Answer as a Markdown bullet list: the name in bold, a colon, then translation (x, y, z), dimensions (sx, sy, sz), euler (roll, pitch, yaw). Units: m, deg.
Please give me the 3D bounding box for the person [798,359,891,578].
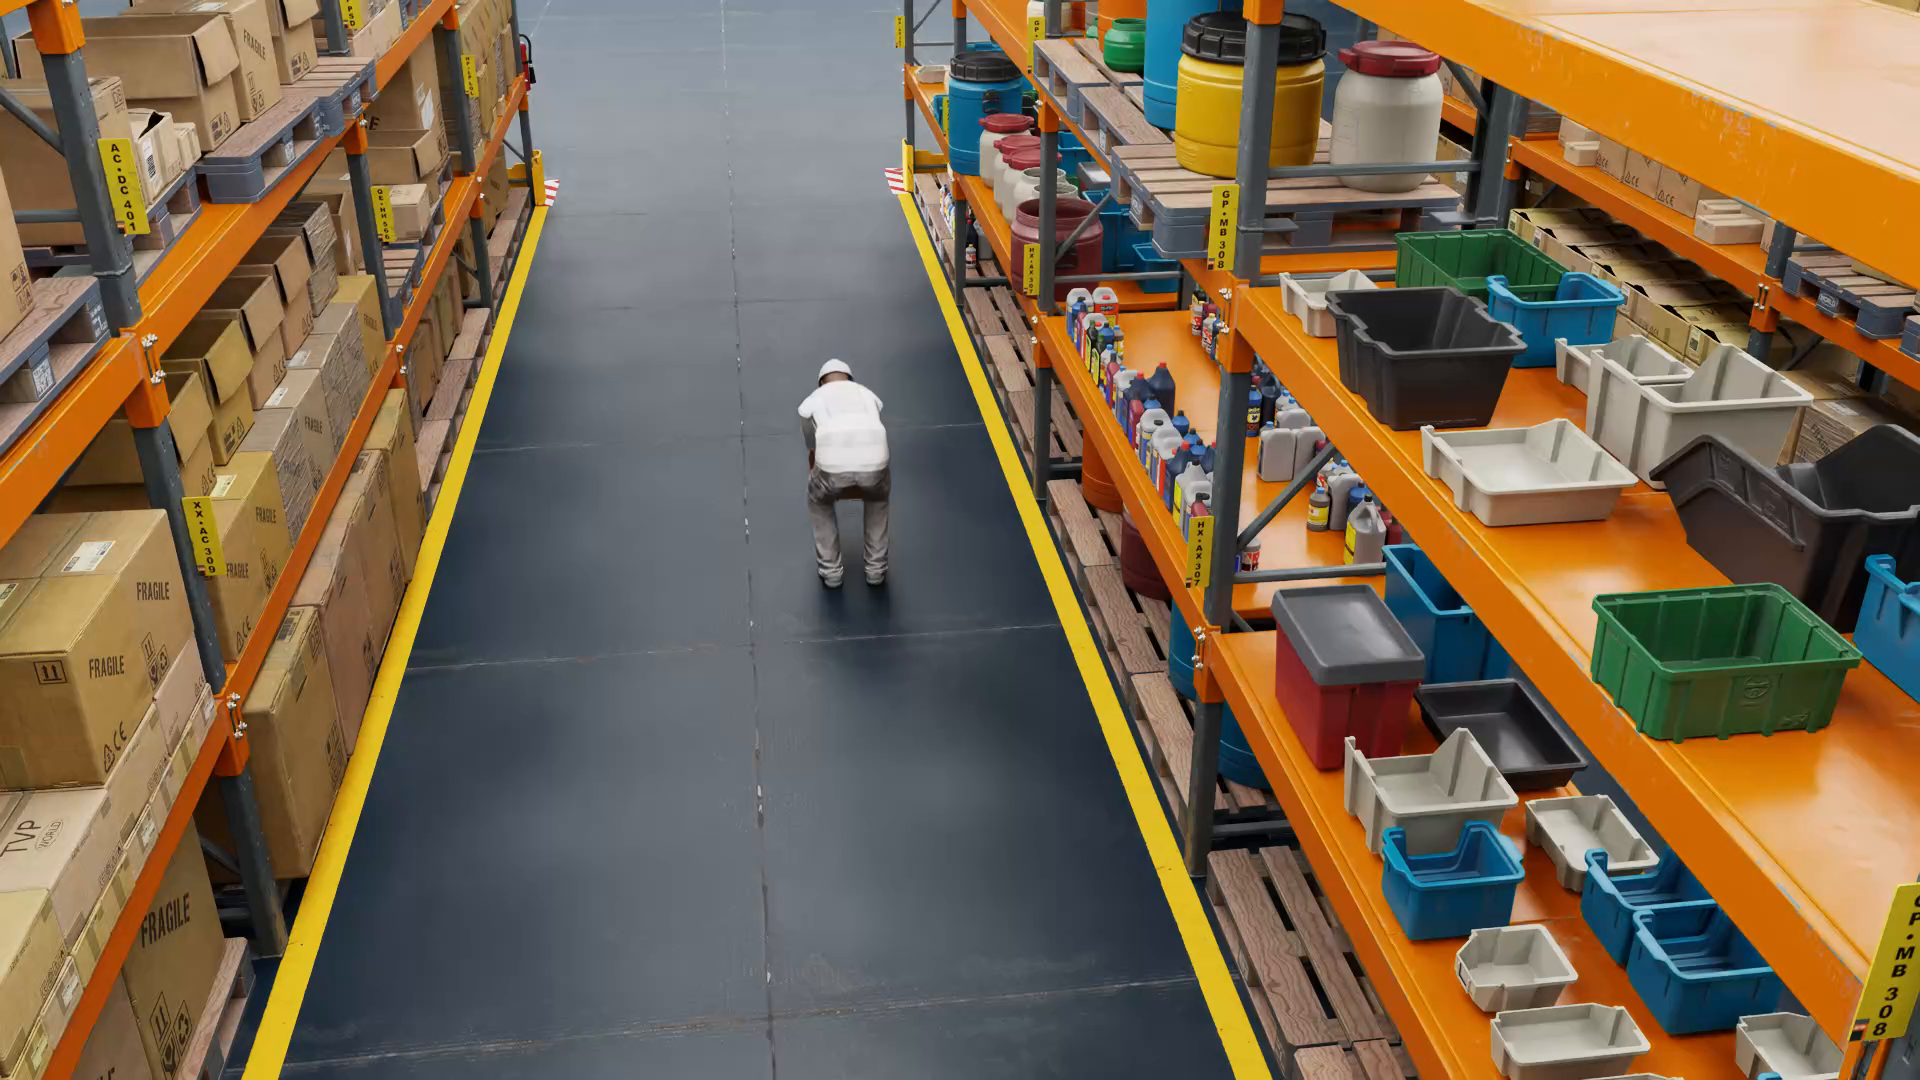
- **person**: translation (-0.691, -0.425, 10.012), dimensions (0.519, 1.126, 0.963), euler (-5, 27, -9)
